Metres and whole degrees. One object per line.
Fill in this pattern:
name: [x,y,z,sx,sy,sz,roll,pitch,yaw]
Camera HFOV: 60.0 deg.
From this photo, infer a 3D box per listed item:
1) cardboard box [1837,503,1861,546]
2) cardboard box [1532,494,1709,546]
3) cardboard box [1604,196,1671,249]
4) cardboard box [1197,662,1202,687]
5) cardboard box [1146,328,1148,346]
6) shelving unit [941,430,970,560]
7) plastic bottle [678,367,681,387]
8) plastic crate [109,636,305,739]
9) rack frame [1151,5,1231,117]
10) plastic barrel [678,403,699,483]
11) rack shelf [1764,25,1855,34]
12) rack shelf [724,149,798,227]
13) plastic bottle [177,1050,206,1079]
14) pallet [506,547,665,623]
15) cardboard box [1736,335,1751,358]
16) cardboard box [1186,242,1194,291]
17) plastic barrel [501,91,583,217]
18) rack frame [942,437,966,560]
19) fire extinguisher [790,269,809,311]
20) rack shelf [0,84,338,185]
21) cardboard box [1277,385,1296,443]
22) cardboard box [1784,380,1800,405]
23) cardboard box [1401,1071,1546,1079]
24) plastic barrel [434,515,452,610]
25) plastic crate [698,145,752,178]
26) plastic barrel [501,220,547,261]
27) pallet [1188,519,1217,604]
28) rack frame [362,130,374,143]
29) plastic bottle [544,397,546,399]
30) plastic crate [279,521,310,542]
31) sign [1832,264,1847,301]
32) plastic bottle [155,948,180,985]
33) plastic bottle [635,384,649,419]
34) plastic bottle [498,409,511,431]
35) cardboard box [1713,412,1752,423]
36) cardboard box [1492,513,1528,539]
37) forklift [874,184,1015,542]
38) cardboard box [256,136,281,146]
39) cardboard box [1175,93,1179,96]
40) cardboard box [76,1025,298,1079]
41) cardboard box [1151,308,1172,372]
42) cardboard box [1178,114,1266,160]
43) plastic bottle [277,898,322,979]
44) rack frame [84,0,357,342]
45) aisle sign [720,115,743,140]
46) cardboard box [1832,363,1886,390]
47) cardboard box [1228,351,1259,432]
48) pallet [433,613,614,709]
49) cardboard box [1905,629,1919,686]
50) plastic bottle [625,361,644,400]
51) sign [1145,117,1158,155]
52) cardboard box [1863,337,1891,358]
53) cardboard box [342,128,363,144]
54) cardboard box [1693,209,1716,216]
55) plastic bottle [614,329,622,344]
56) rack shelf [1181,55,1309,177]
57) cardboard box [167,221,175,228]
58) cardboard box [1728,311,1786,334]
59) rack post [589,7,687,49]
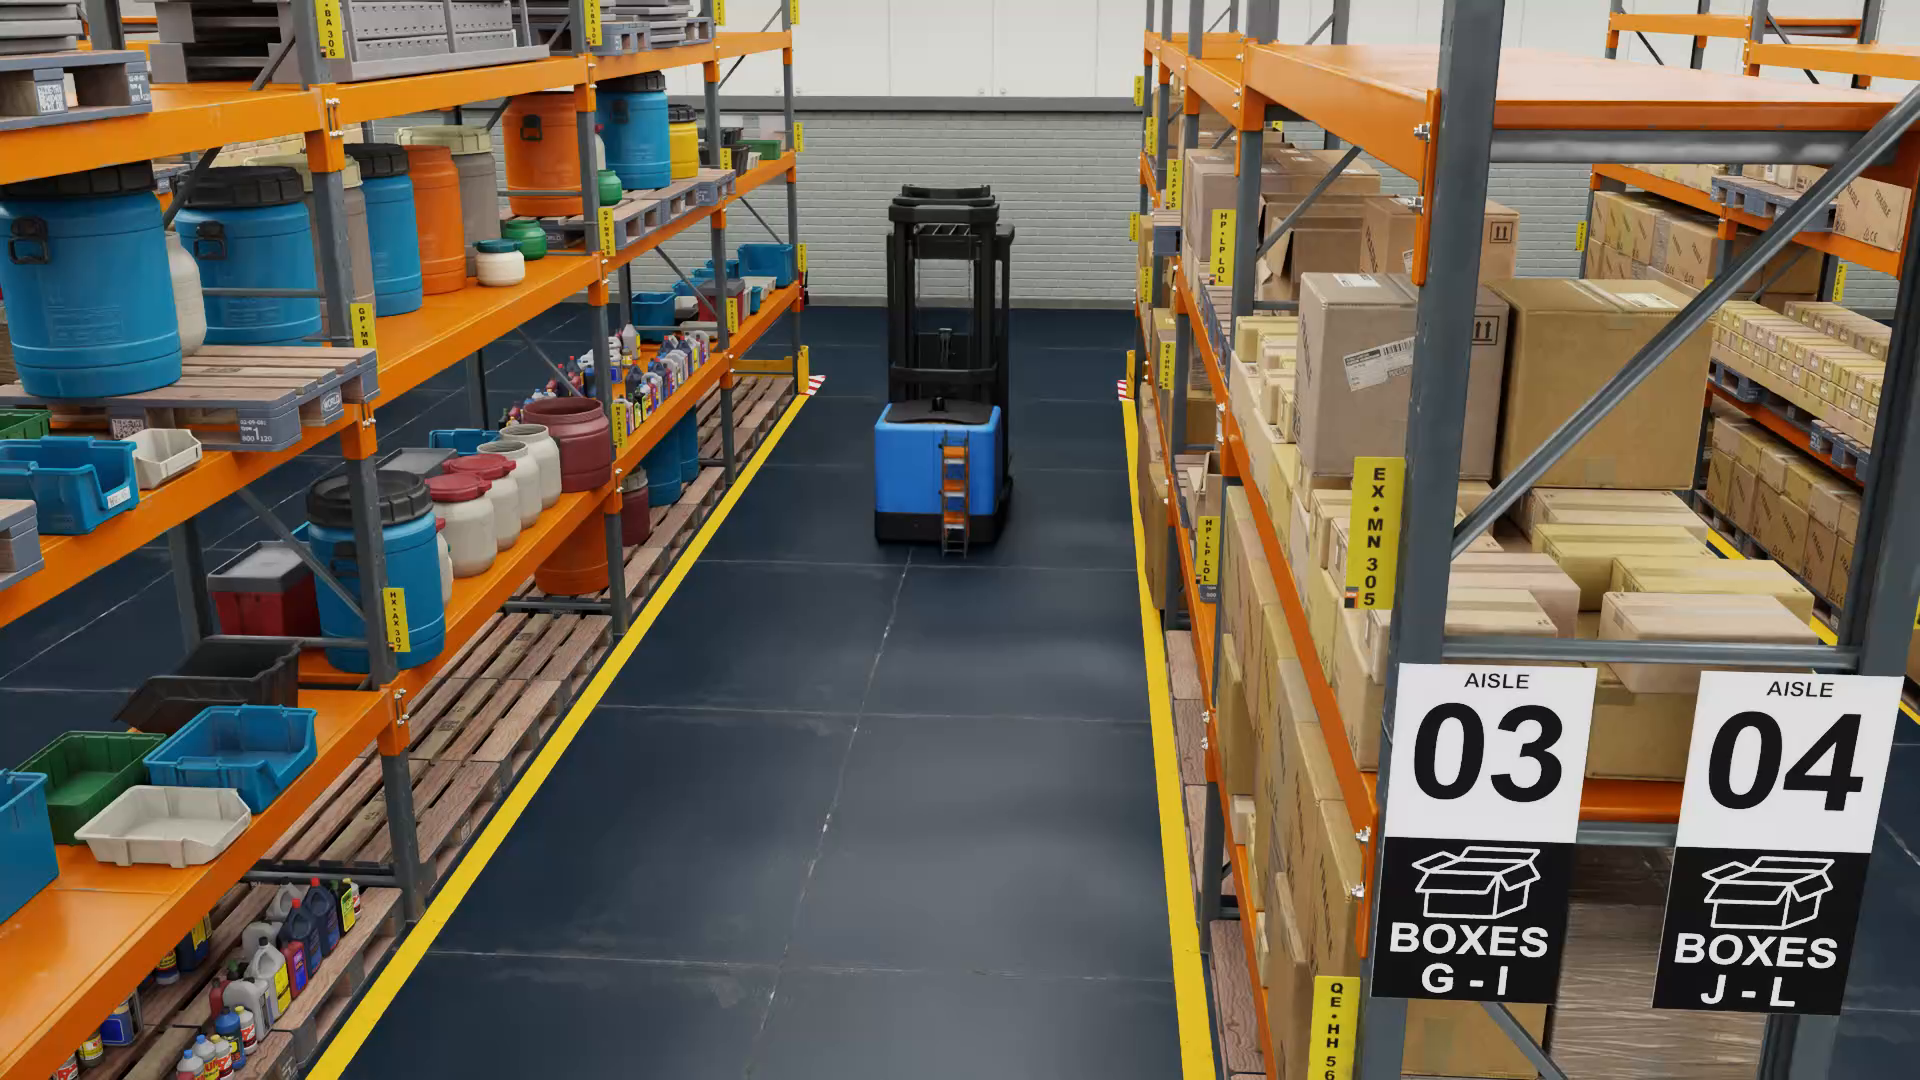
cardboard box: [6.700,-0.076,11.972,0.500,0.250,0.500,1,18,3]
cardboard box: [1.750,-0.013,4.429,0.380,0.149,0.250,2,18,6]
cardboard box: [7.159,-3.347,17.578,0.500,0.500,0.500,2,18,6]
cardboard box: [1.917,0.729,10.690,0.700,0.500,0.500,0,18,-1]
cardboard box: [1.973,-1.936,15.919,0.380,0.149,0.250,2,18,5]
shelving unit: [-0.038,-0.377,13.889,0.215,1.050,0.252,2,18,5]
plastic bottle: [-2.440,-1.412,14.233,0.097,0.201,0.097,0,18,0]
plastic crate: [-3.419,0.690,7.601,0.767,0.338,0.504,1,18,4]
rack frame: [2.549,-5.967,18.181,0.949,2.616,0.053,1,18,4]
plastic barrel: [-2.737,-1.018,15.408,0.600,0.901,0.708,1,18,4]
rack shelf: [7.343,-4.928,15.942,0.831,0.071,3.687,1,18,4]
rack shelf: [-2.538,-3.689,17.202,1.077,0.370,4.000,1,18,4]
plastic bottle: [-3.076,2.168,6.666,0.097,0.271,0.097,0,18,0]
pallet: [-2.953,0.337,13.054,1.003,0.211,1.213,1,18,4]
cardboard box: [6.659,-1.599,13.738,0.380,0.149,0.250,1,18,2]
cardboard box: [1.648,-1.686,10.174,0.500,0.250,0.500,2,18,5]
plastic barrel: [-2.924,-2.747,11.808,0.600,0.830,0.708,1,18,4]
rack frame: [-0.050,-0.340,13.773,0.200,1.050,0.008,2,18,5]
fire extinguisher: [-1.930,-3.049,19.635,0.296,0.674,0.183,1,18,4]
rack shelf: [-3.398,-1.197,5.423,1.077,0.370,4.000,1,18,4]
cardboard box: [1.299,-0.433,5.710,0.380,0.149,0.250,1,18,3]
cardboard box: [6.587,-1.131,12.787,0.380,0.149,0.250,2,18,6]
cardboard box: [1.466,1.494,4.407,0.875,0.500,0.500,1,18,4]
plastic barrel: [-2.967,0.144,8.949,0.433,0.535,0.433,0,18,0]
plastic crate: [-2.318,-3.727,16.373,0.497,0.269,0.590,1,18,4]
plastic barrel: [-2.934,-2.016,11.189,0.294,0.245,0.294,0,18,0]
pallet: [1.871,0.076,9.683,1.003,0.211,1.213,1,18,4]
rack frame: [-7.335,-3.338,19.794,1.000,3.000,0.127,1,18,4]
plastic bottle: [-3.286,-1.041,13.101,0.097,0.201,0.097,0,18,0]
plastic crate: [-3.486,0.159,9.148,0.392,0.384,0.575,1,18,4]
sign: [7.753,-2.270,14.675,0.100,0.325,0.005,1,18,4]
plastic bottle: [-3.616,1.877,7.552,0.097,0.271,0.097,0,18,0]
plastic bottle: [-2.519,-1.100,13.170,0.097,0.271,0.097,0,18,0]
plastic bottle: [-3.364,-0.822,12.300,0.061,0.283,0.133,1,18,4]
cardboard box: [7.478,-1.125,15.988,0.380,0.149,0.250,1,18,3]
cardboard box: [1.762,0.041,4.904,0.500,0.250,0.500,1,18,4]
forklift: [-0.081,-1.788,15.172,1.130,2.935,3.031,2,18,5]
cardboard box: [-7.257,-4.143,16.872,0.500,0.250,0.500,1,18,4]
cardboard box: [2.478,-4.164,16.501,0.700,0.500,0.500,2,18,6]
cardboard box: [-3.429,2.413,6.719,1.085,0.211,1.280,3,18,8]
cardboard box: [1.977,-1.784,14.889,0.500,0.500,0.500,1,18,4]
cardboard box: [2.228,-3.366,14.225,0.700,0.500,0.500,2,18,5]
plastic bottle: [-3.027,1.816,7.610,0.144,0.351,0.185,0,18,1]
rack frame: [-3.254,-2.350,7.144,1.000,3.000,0.127,1,18,4]
aisle sign: [-2.685,-4.491,19.136,0.394,0.787,0.004,1,18,4]
cardboard box: [6.529,-1.174,11.962,0.380,0.149,0.250,2,18,6]
cardboard box: [1.398,-0.609,6.888,0.500,0.250,0.500,1,18,2]
pallet: [-3.062,0.823,11.572,1.003,0.211,1.213,1,18,4]
cardboard box: [6.779,0.567,10.813,1.050,0.750,0.750,1,18,3]
plastic bottle: [-2.661,-1.287,13.614,0.144,0.351,0.185,1,18,4]
sign: [1.706,-3.594,14.800,0.100,0.325,0.005,1,18,4]
cardboard box: [7.253,-1.477,12.887,0.380,0.149,0.250,1,18,3]
cardboard box: [-7.108,-4.527,18.845,0.500,0.250,0.500,1,18,4]
cardboard box: [7.602,-3.007,16.538,0.500,0.500,0.500,1,18,2]
plastic bottle: [-3.142,-1.783,15.234,0.061,0.283,0.133,1,18,4]
rack shelf: [1.829,-2.329,8.877,1.077,0.370,4.000,1,18,4]
cardboard box: [-7.809,-2.941,16.814,0.500,0.500,0.500,1,18,3]
cardboard box: [6.677,-1.816,13.922,0.380,0.149,0.250,1,18,4]
rack post: [-2.699,-3.966,12.878,0.937,0.300,0.954,3,18,10]
